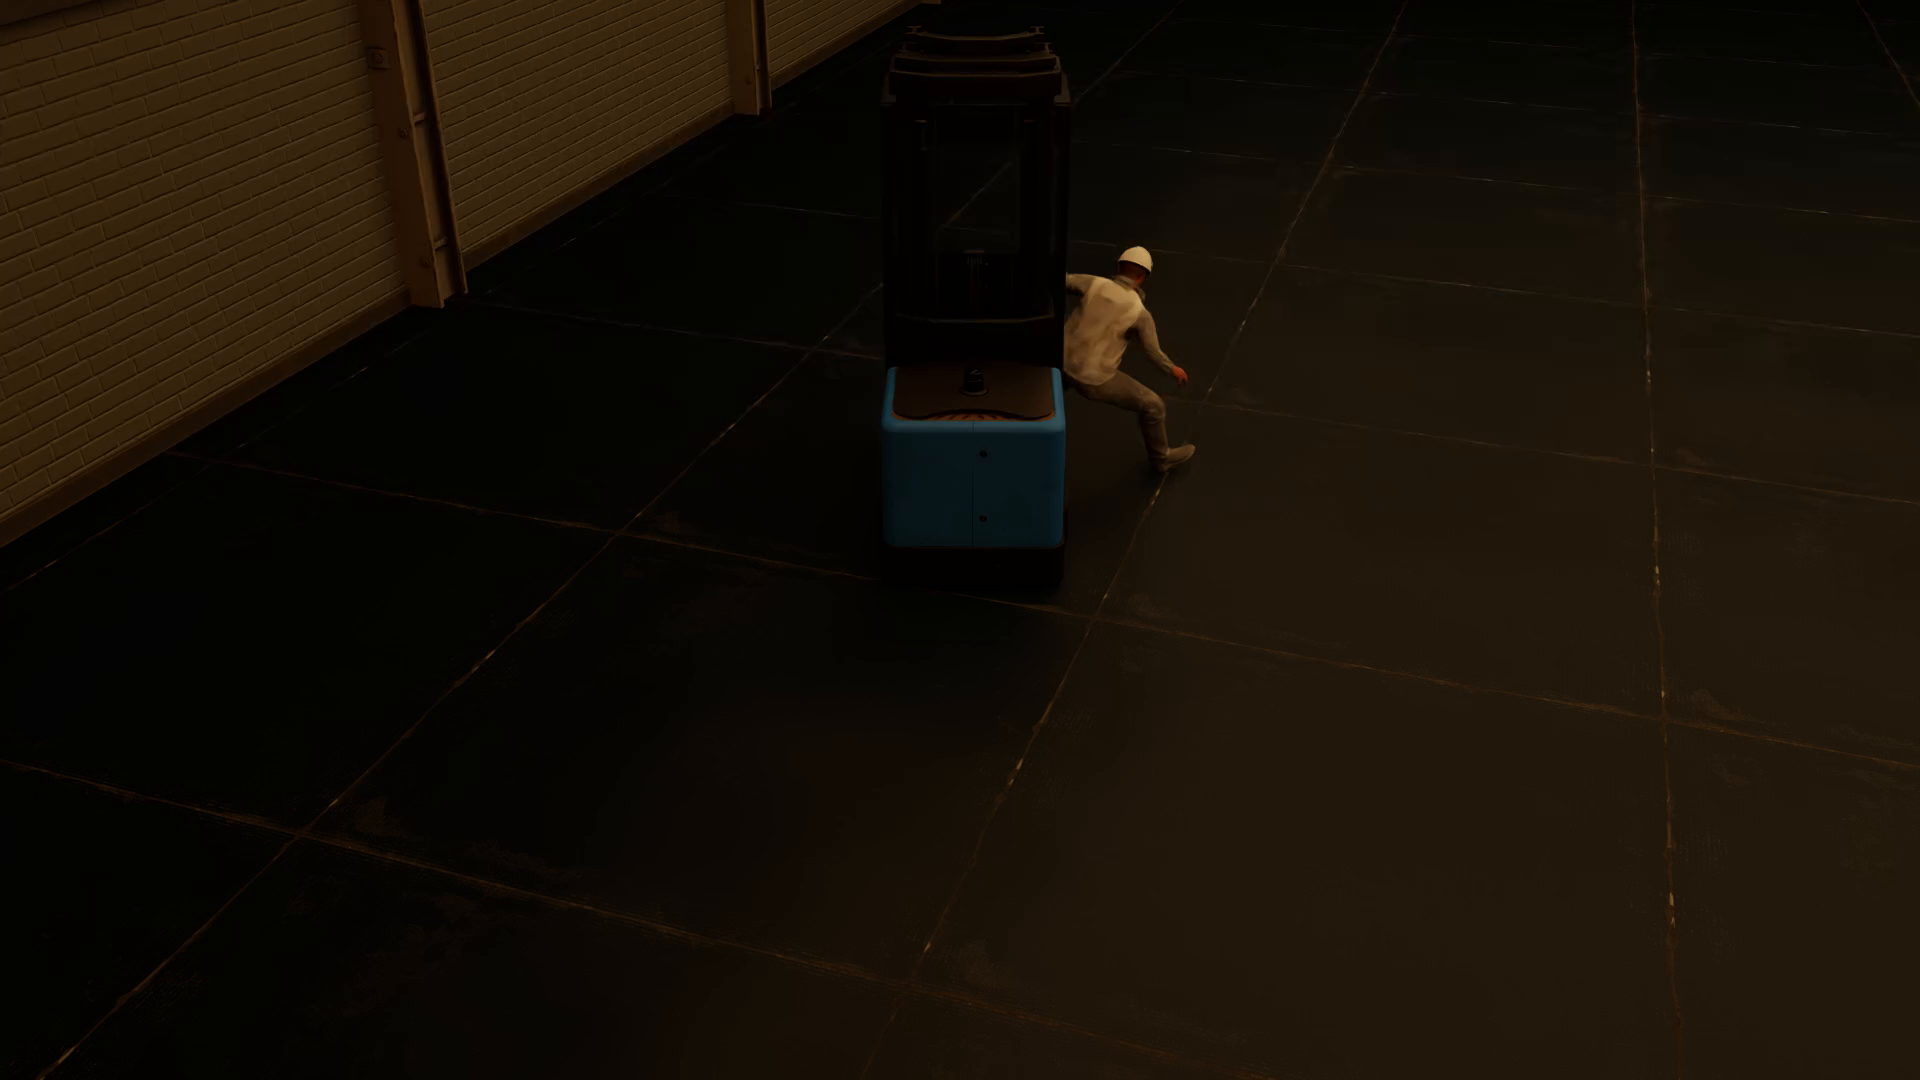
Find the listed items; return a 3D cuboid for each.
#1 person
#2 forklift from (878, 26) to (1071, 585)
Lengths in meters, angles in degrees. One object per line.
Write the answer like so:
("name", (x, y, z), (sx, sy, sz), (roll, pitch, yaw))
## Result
("person", (0.866, -1.177, 10.706), (1.210, 1.479, 0.743), (26, 39, 38))
("forklift", (0.089, -1.706, 10.130), (1.130, 2.935, 3.031), (0, 30, 1))
